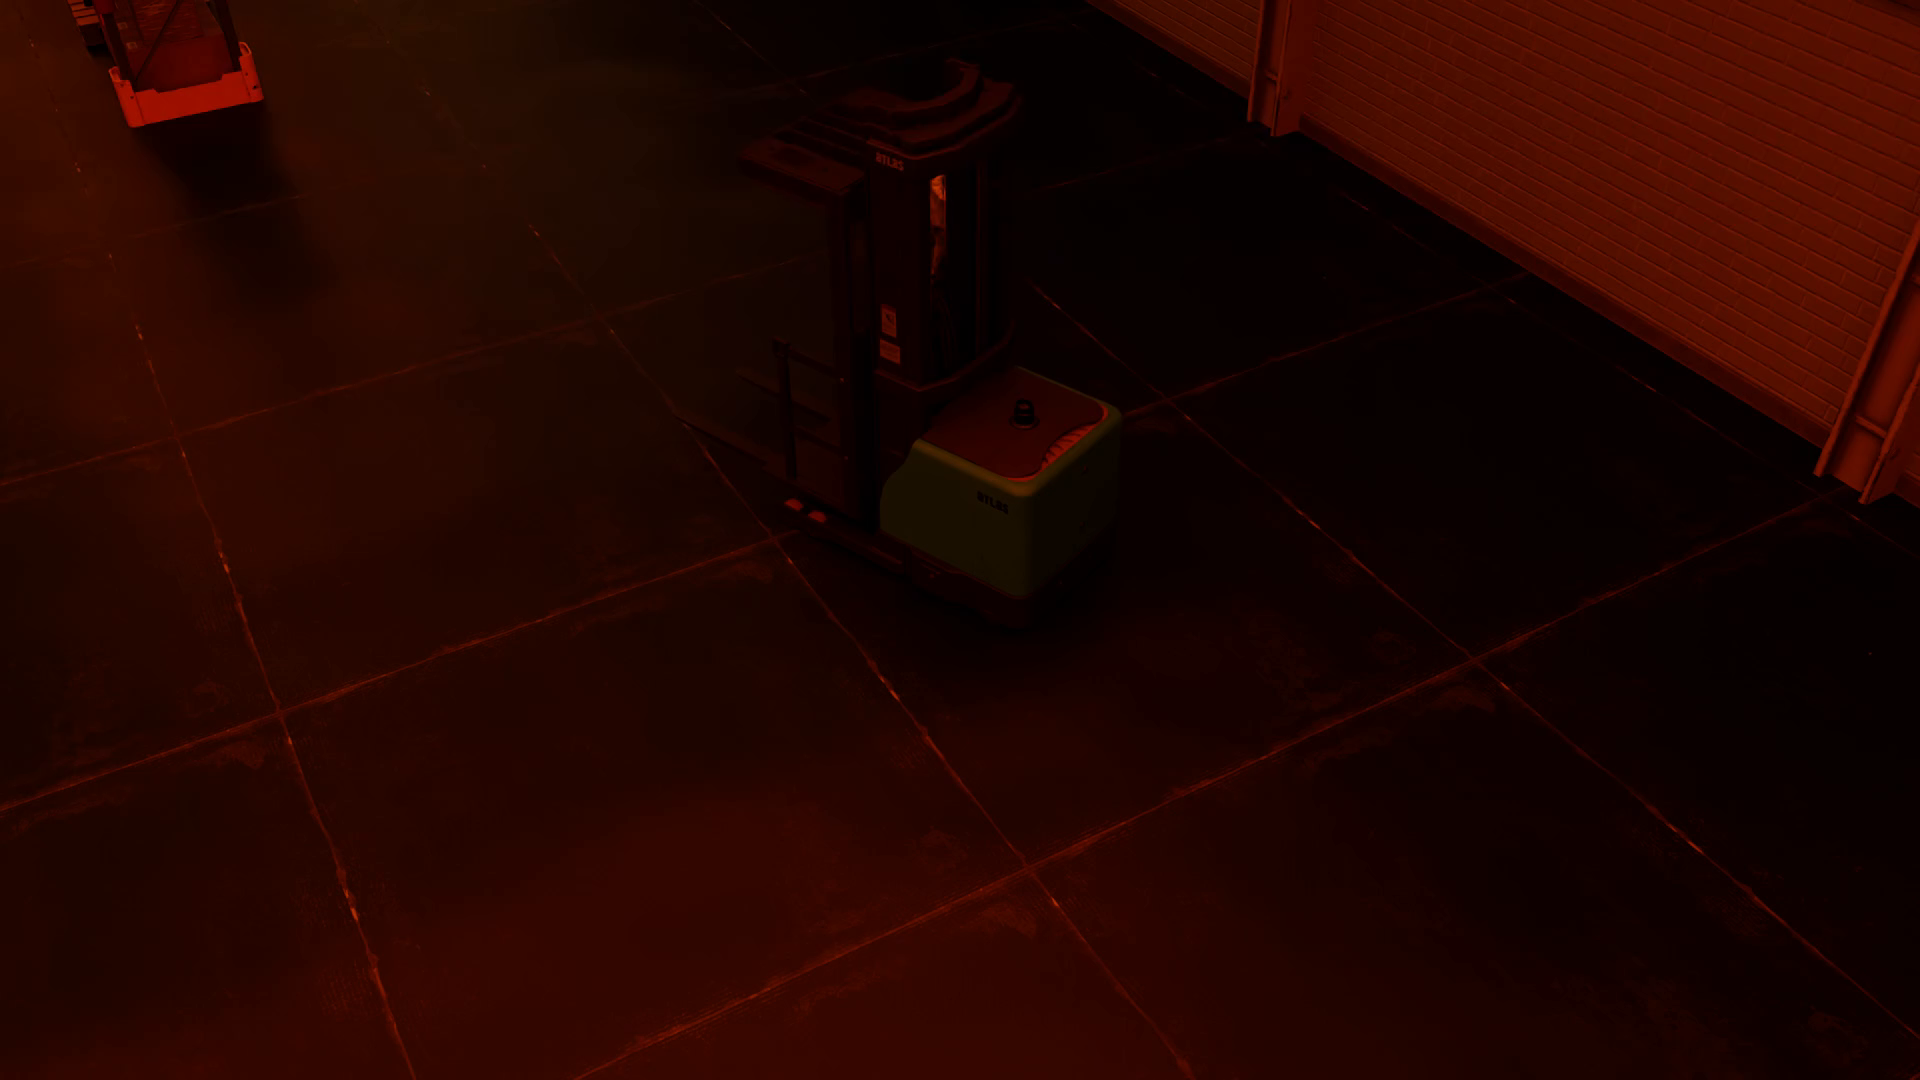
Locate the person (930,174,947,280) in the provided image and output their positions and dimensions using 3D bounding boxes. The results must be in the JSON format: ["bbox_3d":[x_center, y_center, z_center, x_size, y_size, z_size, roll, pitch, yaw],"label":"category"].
[{"bbox_3d":[-0.092,-2.407,12.000,0.457,1.581,0.621,-13,41,-15],"label":"person"}]

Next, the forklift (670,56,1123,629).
[{"bbox_3d":[-0.521,-1.385,9.706,3.031,2.935,1.130,26,46,28],"label":"forklift"}]
